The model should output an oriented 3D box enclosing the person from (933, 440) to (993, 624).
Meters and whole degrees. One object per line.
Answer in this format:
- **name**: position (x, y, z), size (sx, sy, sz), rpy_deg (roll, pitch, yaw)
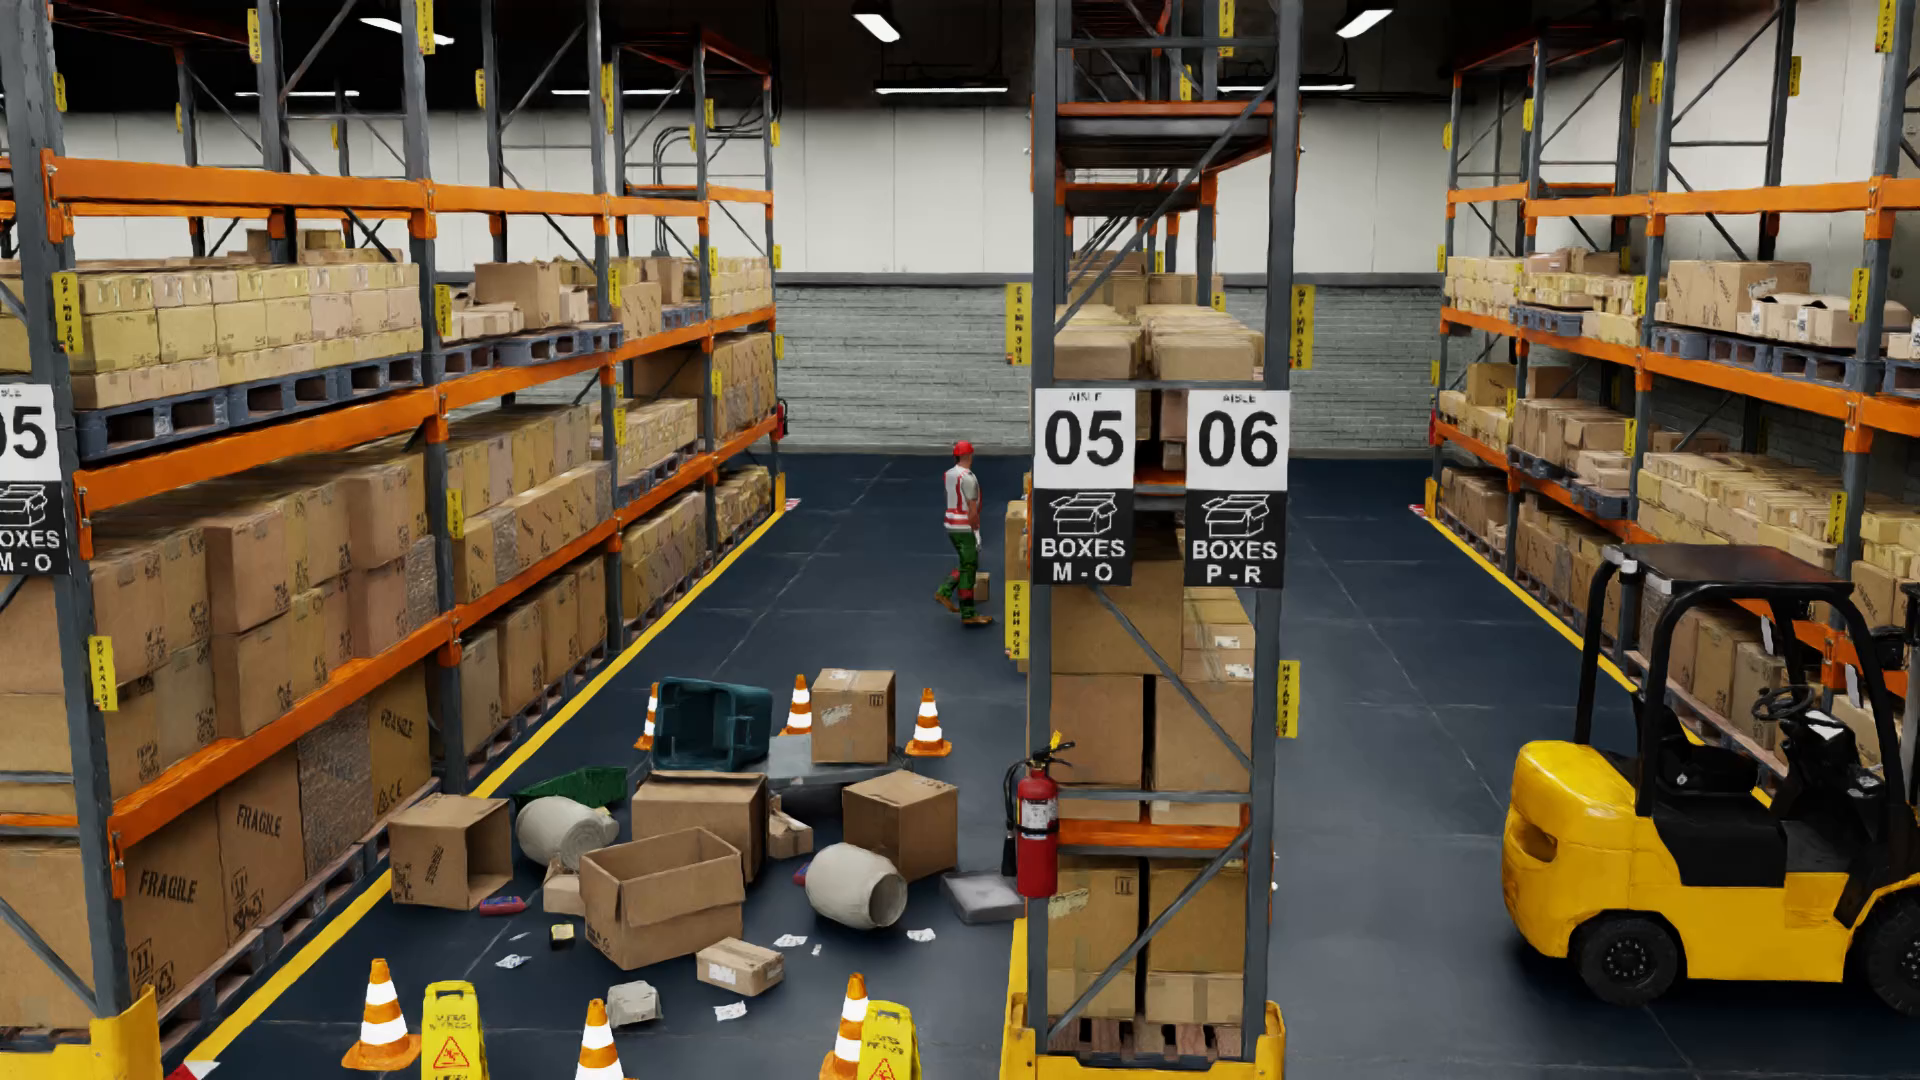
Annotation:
- **person**: position (-0.004, -0.085, 16.286), size (0.509, 1.776, 0.634), rpy_deg (-5, 12, -24)
